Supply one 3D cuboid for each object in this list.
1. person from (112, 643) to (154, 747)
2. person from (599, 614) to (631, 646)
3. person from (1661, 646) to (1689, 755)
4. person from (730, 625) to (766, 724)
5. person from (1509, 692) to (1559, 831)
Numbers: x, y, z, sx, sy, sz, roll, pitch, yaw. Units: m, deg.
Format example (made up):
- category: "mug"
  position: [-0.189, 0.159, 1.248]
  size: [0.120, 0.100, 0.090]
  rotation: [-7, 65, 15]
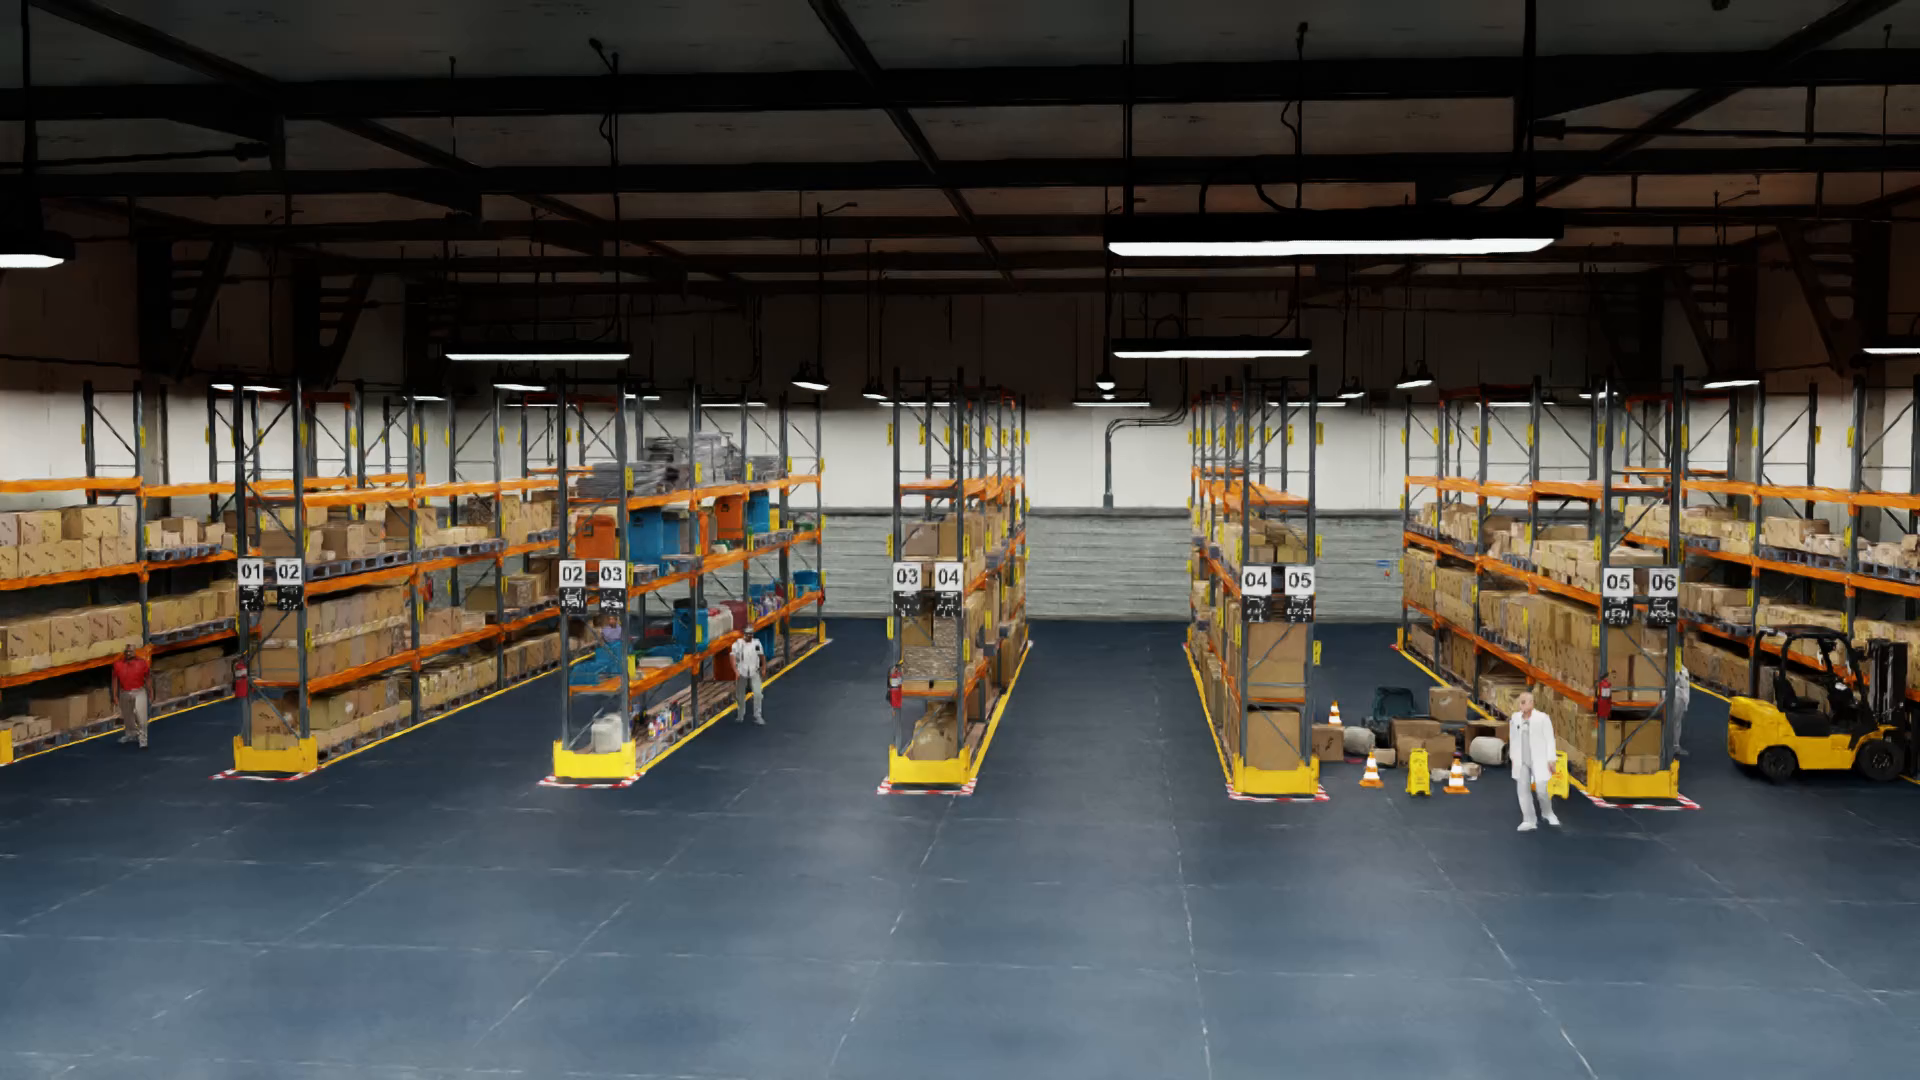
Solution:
- category: "person"
  position: [-13.378, 2.498, 26.874]
  size: [0.586, 1.679, 0.973]
  rotation: [-1, 4, -17]
- category: "person"
  position: [-6.712, 2.204, 32.335]
  size: [0.625, 1.596, 0.502]
  rotation: [0, 4, 3]
- category: "person"
  position: [11.308, 2.520, 26.257]
  size: [0.409, 1.677, 0.532]
  rotation: [-2, 4, -26]
- category: "person"
  position: [-3.701, 2.325, 29.104]
  size: [0.674, 1.726, 0.699]
  rotation: [-1, 4, -15]
- category: "person"
  position: [7.318, 2.805, 21.178]
  size: [0.616, 1.768, 0.604]
  rotation: [3, 5, 41]
